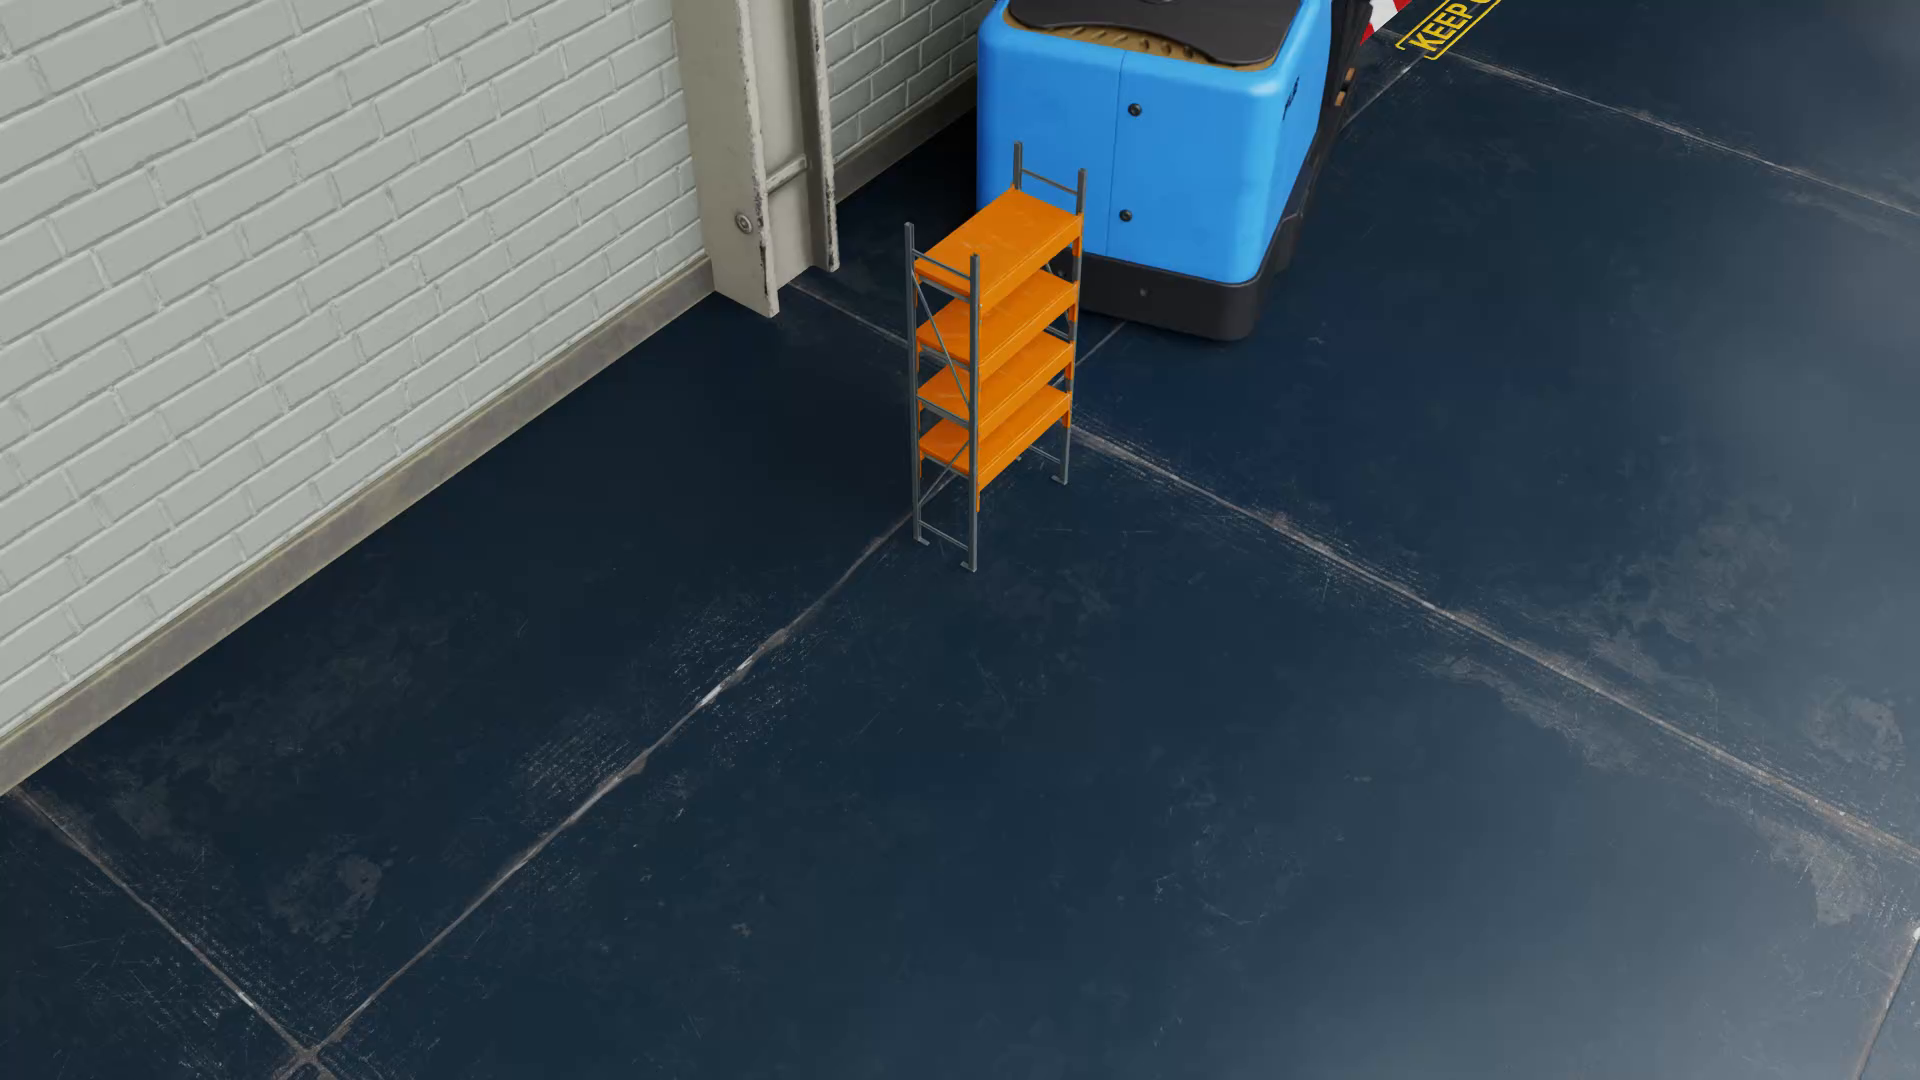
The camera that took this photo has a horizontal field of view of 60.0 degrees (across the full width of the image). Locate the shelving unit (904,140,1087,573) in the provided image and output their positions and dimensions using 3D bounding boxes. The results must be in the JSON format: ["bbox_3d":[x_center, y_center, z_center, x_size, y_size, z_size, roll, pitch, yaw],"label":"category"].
[{"bbox_3d":[0.101,-0.509,4.907,0.258,1.200,0.503,29,53,25],"label":"shelving unit"}]

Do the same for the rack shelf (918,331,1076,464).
[{"bbox_3d":[0.101,-0.463,4.955,0.258,0.148,0.480,29,53,25],"label":"rack shelf"}]

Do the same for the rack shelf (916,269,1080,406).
[{"bbox_3d":[0.101,-0.617,4.794,0.258,0.148,0.480,29,53,25],"label":"rack shelf"}]

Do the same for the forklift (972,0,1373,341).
[{"bbox_3d":[1.035,-2.794,5.892,1.130,2.935,3.031,15,48,14],"label":"forklift"}]

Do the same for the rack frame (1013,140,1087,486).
[{"bbox_3d":[0.250,-0.649,5.040,0.240,1.200,0.015,29,53,25],"label":"rack frame"}]

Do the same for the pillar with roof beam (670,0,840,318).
[{"bbox_3d":[2.718,-2.189,1.118,9.100,9.000,0.400,29,53,25],"label":"pillar with roof beam"}]

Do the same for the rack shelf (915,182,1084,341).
[{"bbox_3d":[0.101,-0.781,4.622,0.258,0.148,0.480,29,53,25],"label":"rack shelf"}]

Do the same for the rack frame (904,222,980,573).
[{"bbox_3d":[-0.048,-0.370,4.773,0.240,1.200,0.015,29,53,25],"label":"rack frame"}]

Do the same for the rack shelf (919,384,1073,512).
[{"bbox_3d":[0.101,-0.326,5.099,0.258,0.148,0.480,29,53,25],"label":"rack shelf"}]
